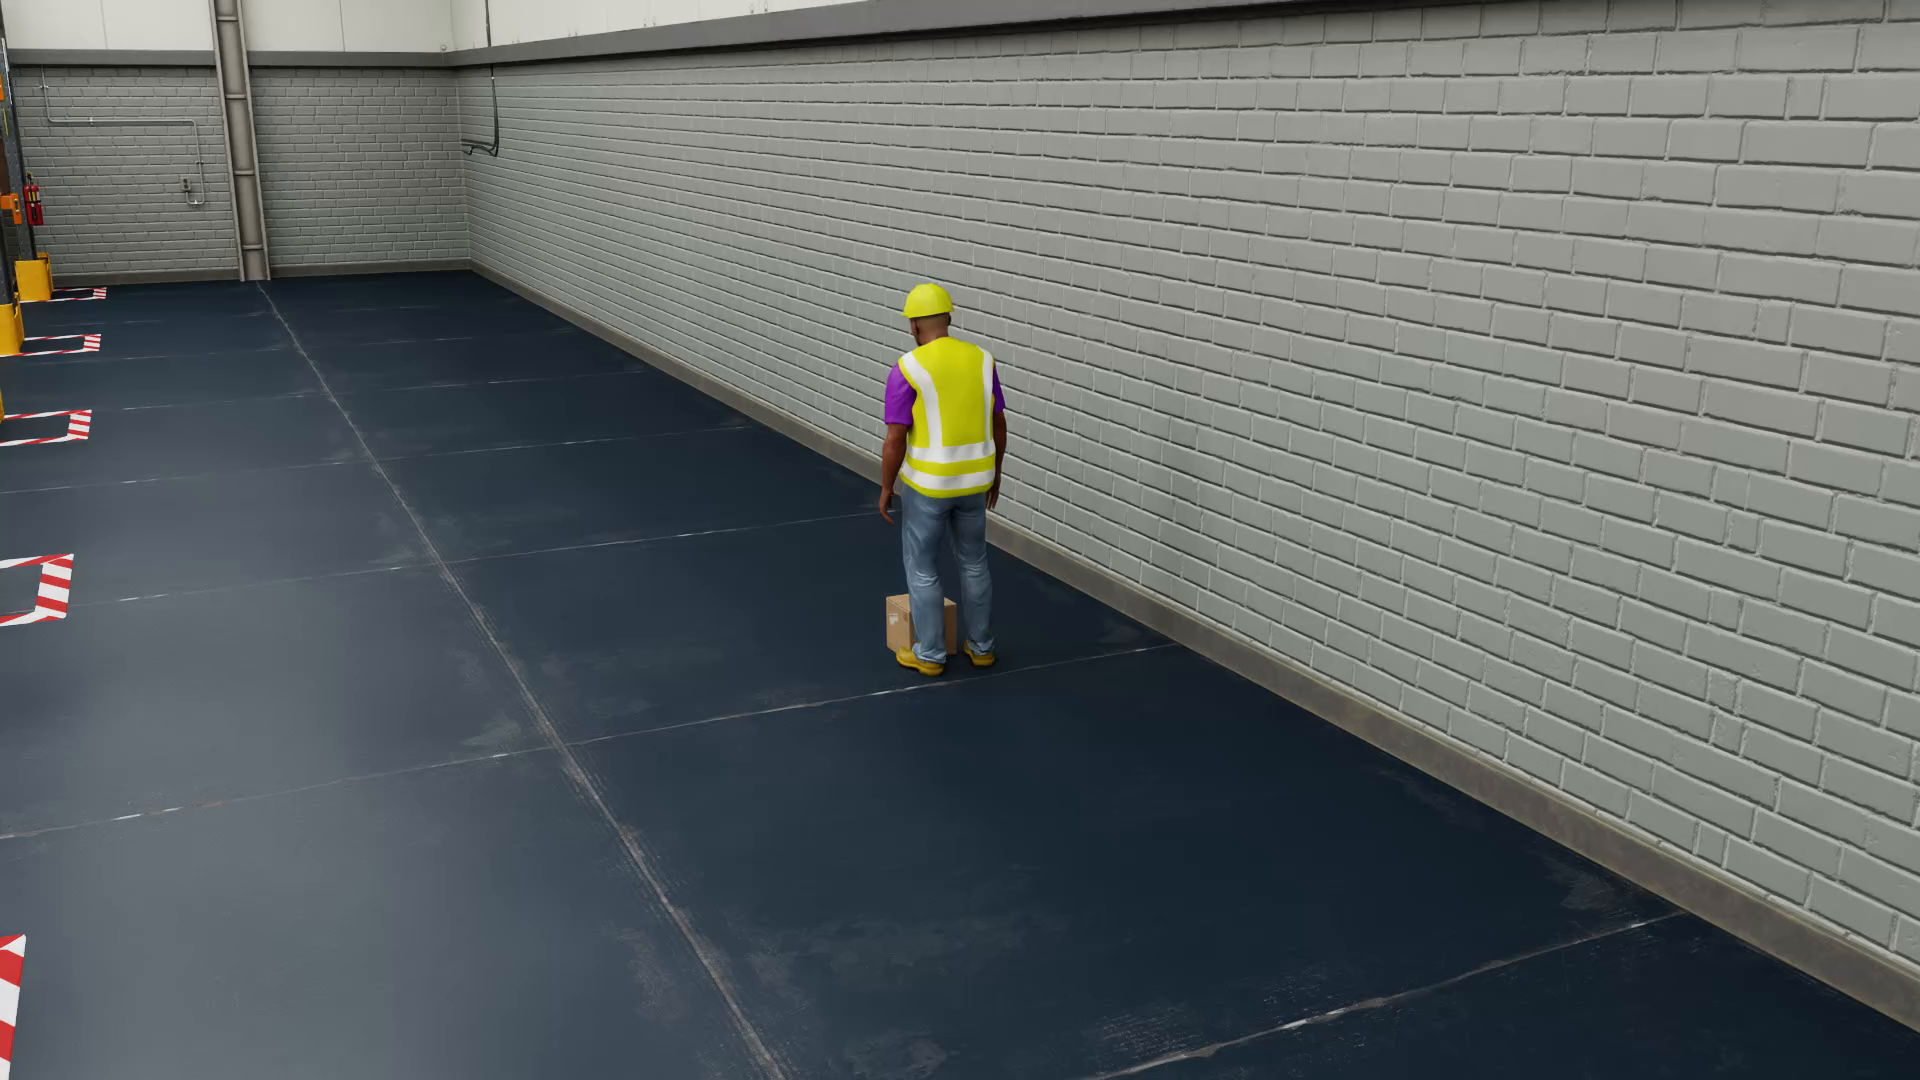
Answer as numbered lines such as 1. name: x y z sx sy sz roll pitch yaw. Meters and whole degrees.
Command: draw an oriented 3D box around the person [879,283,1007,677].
1. person: -0.082 -0.269 7.483 0.632 1.759 0.461 -8 17 -28
